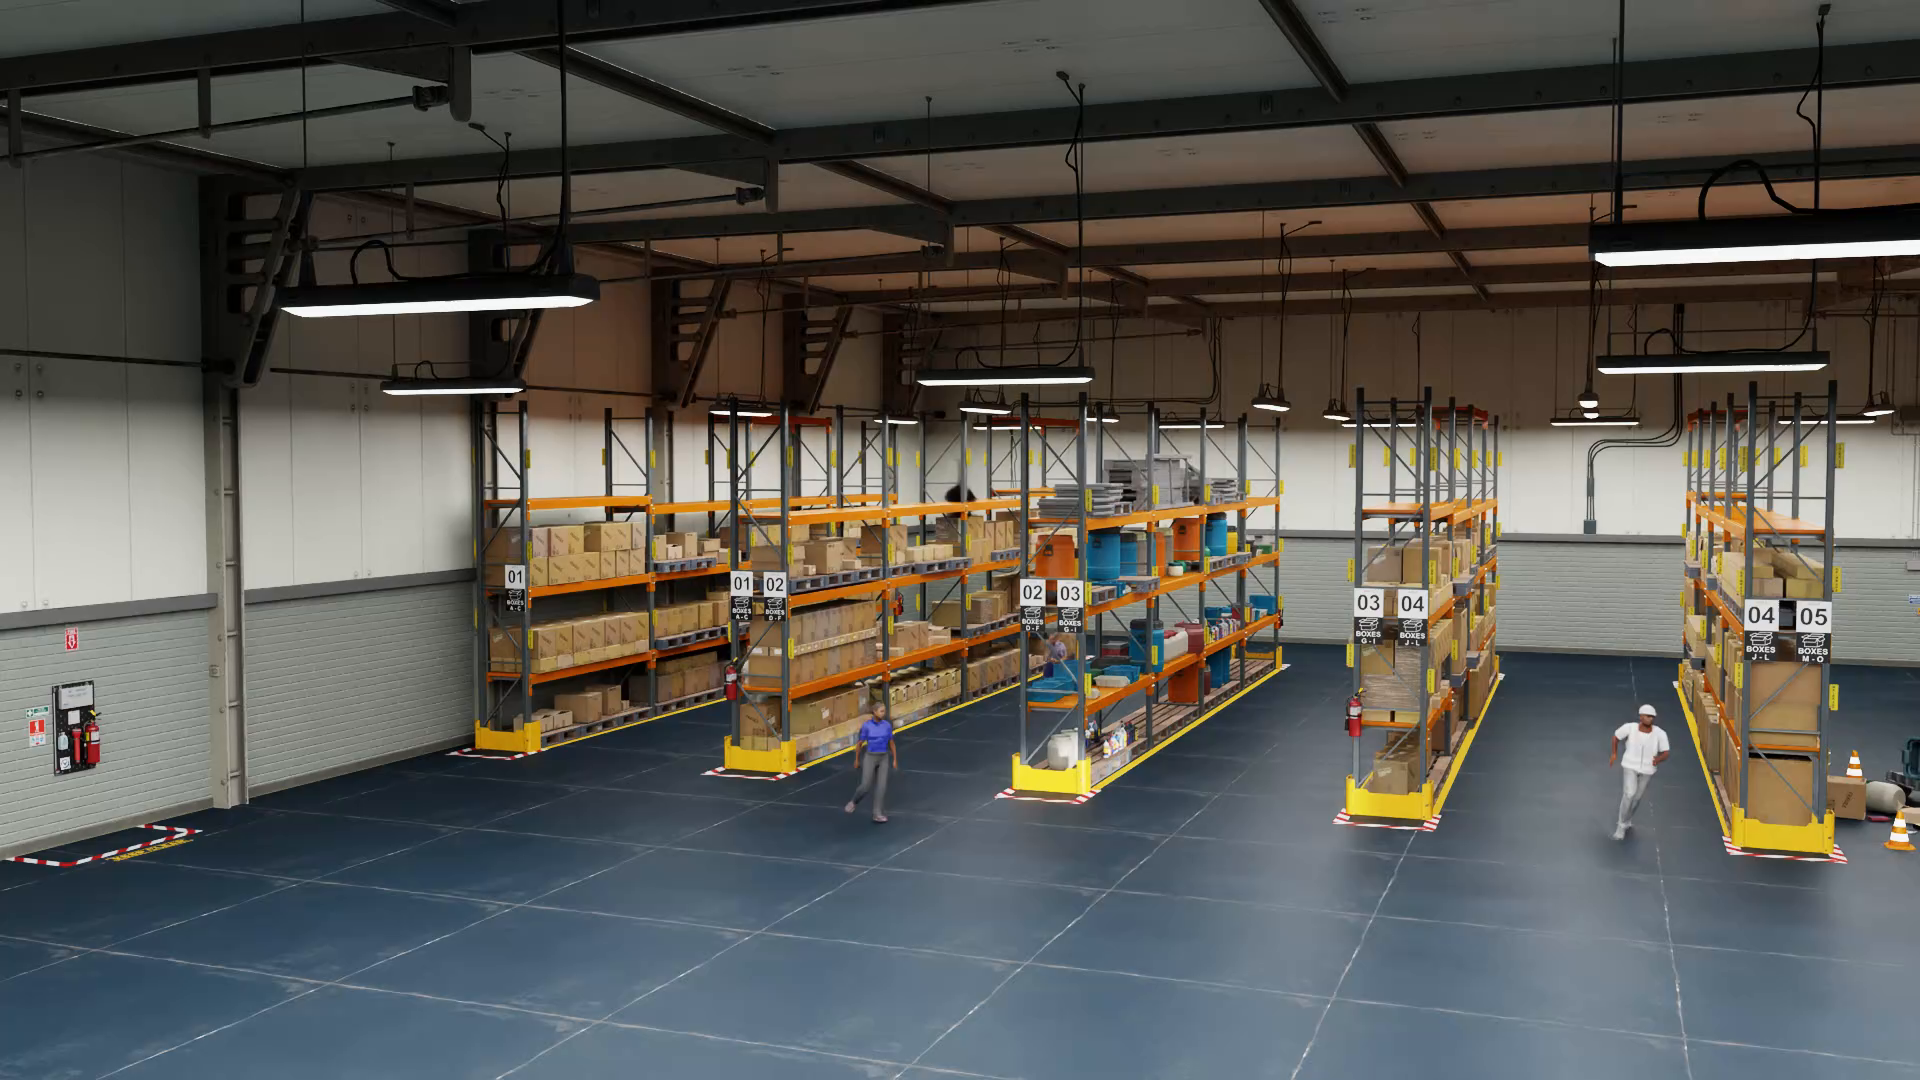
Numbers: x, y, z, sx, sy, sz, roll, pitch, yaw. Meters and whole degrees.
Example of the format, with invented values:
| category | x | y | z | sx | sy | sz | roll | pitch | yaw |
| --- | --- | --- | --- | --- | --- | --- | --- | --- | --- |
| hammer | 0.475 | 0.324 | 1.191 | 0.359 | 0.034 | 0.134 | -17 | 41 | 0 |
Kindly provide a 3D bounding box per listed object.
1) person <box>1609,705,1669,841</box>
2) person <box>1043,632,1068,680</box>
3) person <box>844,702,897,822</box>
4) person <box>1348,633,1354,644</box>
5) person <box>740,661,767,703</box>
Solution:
| category | x | y | z | sx | sy | sz | roll | pitch | yaw |
| --- | --- | --- | --- | --- | --- | --- | --- | --- | --- |
| person | 8.970 | 3.036 | 21.984 | 0.734 | 1.739 | 0.857 | 1 | 3 | 10 |
| person | 2.004 | 2.605 | 34.514 | 0.628 | 1.430 | 0.928 | 2 | 3 | 35 |
| person | -1.235 | 3.055 | 23.016 | 0.654 | 1.643 | 0.582 | -1 | 3 | -25 |
| person | 8.333 | 2.486 | 34.485 | 0.562 | 1.722 | 0.821 | 1 | 3 | 18 |
| person | -3.685 | 2.744 | 30.116 | 0.599 | 1.615 | 0.562 | 0 | 3 | 7 |
